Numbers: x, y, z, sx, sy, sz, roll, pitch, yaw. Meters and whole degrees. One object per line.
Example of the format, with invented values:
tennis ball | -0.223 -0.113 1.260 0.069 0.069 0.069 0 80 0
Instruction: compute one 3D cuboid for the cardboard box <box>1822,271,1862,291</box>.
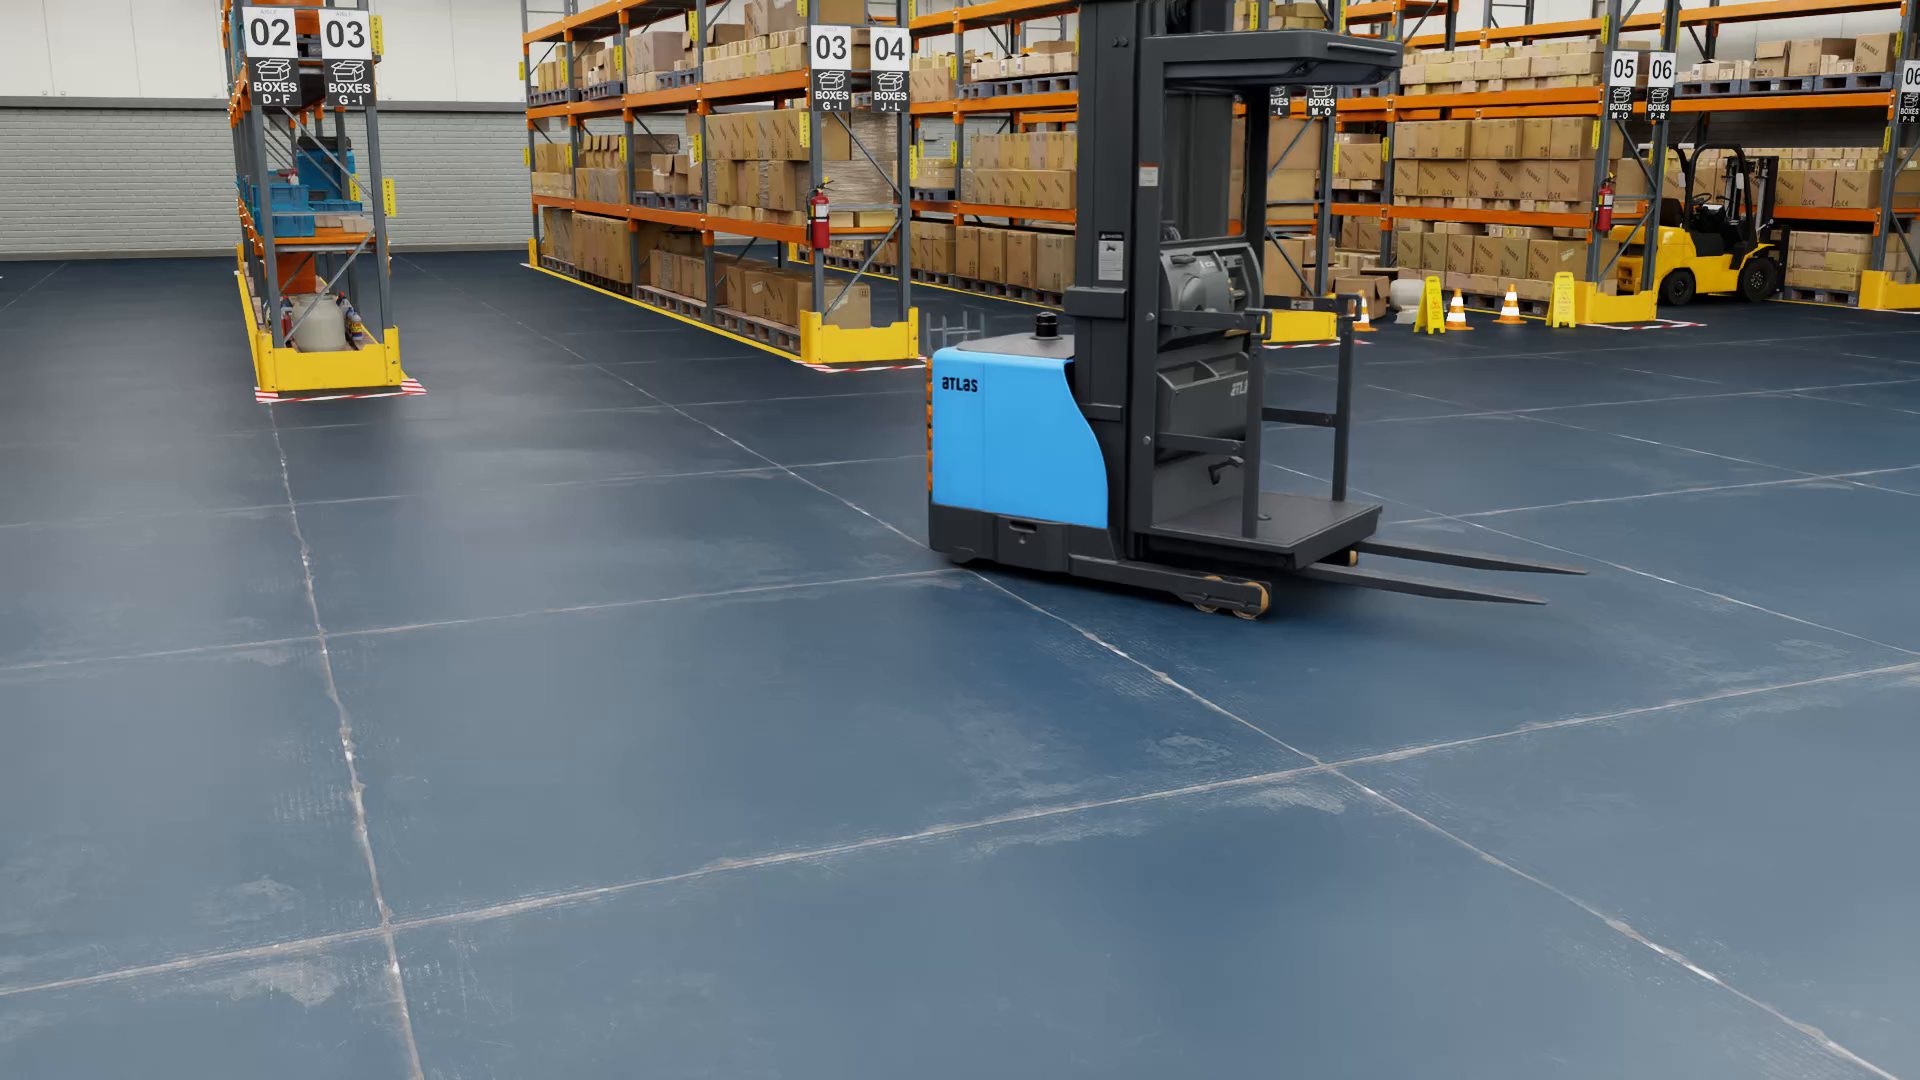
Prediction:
cardboard box | 12.174 -3.545 22.700 0.500 0.250 0.500 -6 14 -23

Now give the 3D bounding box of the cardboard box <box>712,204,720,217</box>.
cardboard box | -2.679 -3.847 19.395 0.380 0.149 0.250 -6 14 -23

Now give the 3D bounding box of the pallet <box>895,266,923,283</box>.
pallet | -0.392 -4.402 27.420 1.003 0.211 1.213 -6 14 -23

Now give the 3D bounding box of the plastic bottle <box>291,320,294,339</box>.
plastic bottle | -6.676 -2.109 16.560 0.097 0.201 0.097 0 13 0

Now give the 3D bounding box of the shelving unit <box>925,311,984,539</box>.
shelving unit | -0.023 -0.586 8.735 0.258 1.200 0.189 -7 15 -27

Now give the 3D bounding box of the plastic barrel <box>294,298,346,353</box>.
plastic barrel | -5.847 -1.941 15.191 0.421 0.512 0.421 0 13 0

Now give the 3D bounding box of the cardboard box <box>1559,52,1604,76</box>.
cardboard box | 7.653 -5.777 20.198 0.500 0.250 0.500 -6 14 -24

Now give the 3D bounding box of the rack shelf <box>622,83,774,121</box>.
rack shelf | -3.379 -5.618 21.432 1.077 0.370 4.000 -6 14 -23

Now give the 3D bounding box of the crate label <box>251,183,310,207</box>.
crate label | -6.499 -3.193 15.934 0.502 0.435 0.616 -6 14 -23

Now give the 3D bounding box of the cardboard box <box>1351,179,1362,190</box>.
cardboard box | 5.954 -5.208 24.346 0.380 0.149 0.250 -6 14 -25

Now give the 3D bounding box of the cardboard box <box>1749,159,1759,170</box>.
cardboard box | 11.537 -5.392 23.852 0.380 0.149 0.250 -6 14 -24

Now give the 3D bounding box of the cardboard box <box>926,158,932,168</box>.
cardboard box | -0.310 -5.831 25.718 0.380 0.149 0.250 -6 14 -24

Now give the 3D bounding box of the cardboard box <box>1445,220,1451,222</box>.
cardboard box | 8.879 -5.700 30.018 0.380 0.149 0.250 -6 15 -26

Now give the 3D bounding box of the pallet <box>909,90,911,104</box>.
pallet | -0.629 -7.192 27.057 1.213 0.211 1.003 -6 14 -23

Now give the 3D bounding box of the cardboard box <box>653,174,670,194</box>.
cardboard box | -3.719 -4.684 21.858 0.500 0.250 0.500 -6 14 -25

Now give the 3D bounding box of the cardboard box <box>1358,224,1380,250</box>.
cardboard box | 8.054 -5.848 32.097 0.500 0.500 0.500 -6 14 -24

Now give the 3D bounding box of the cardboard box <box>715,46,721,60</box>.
cardboard box | -2.561 -5.532 18.916 0.380 0.149 0.250 -6 14 -26

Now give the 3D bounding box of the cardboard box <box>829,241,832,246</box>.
cardboard box | -2.245 -5.563 30.987 0.380 0.149 0.250 -5 14 -20

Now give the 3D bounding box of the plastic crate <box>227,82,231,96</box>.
plastic crate | -11.563 -7.216 26.881 0.504 0.338 0.767 -6 14 -23

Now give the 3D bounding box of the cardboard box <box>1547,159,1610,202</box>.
cardboard box | 7.635 -4.443 20.533 0.500 0.500 0.500 -6 14 -24

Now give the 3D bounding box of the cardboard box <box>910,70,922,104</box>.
cardboard box | -0.465 -7.158 26.271 0.500 0.500 0.500 -6 14 -23

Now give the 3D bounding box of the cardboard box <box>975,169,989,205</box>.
cardboard box | 0.544 -5.174 24.350 0.500 0.500 0.500 -6 14 -24

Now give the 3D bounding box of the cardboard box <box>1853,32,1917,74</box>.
cardboard box | 12.251 -6.444 22.033 0.500 0.500 0.500 -5 14 -21

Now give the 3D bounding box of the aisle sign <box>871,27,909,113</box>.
aisle sign | -0.676 -4.548 16.102 0.394 0.787 0.004 -6 14 -23

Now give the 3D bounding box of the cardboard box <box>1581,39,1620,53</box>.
cardboard box | 7.699 -5.933 19.988 0.380 0.149 0.250 -5 14 -22

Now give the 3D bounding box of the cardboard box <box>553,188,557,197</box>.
cardboard box | -6.720 -5.923 28.365 0.380 0.149 0.250 -6 14 -24

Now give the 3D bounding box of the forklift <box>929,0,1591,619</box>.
forklift | 1.342 -1.213 7.609 3.031 2.935 1.130 9 16 34

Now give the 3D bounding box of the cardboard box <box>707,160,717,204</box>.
cardboard box | -2.454 -4.189 19.433 0.875 0.500 0.500 -6 14 -23

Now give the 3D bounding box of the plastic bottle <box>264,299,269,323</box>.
plastic bottle | -7.173 -2.366 17.338 0.144 0.351 0.185 -5 14 -21

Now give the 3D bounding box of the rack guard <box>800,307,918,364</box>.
rack guard | -1.006 -2.065 16.683 1.175 0.500 0.348 -6 14 -23

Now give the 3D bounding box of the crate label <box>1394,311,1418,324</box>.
crate label | 5.498 -2.726 20.345 0.298 0.136 0.250 9 16 35

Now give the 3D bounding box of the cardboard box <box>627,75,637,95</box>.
cardboard box | -4.225 -6.188 22.635 0.500 0.250 0.500 -5 14 -22

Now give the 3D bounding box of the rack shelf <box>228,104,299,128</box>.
rack shelf | -11.122 -6.823 26.641 1.077 0.370 4.000 -6 14 -23

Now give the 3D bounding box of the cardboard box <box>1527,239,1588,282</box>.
cardboard box | 7.545 -3.534 20.992 0.500 0.500 0.500 -6 14 -23

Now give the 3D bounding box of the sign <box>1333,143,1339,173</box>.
sign | 4.121 -4.203 18.284 0.100 0.325 0.005 -6 14 -23

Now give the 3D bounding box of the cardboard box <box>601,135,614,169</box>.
cardboard box | -4.991 -5.883 25.188 0.797 0.503 0.637 -5 14 -21

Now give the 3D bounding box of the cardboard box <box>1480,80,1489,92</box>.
cardboard box | 7.020 -5.922 21.708 0.380 0.149 0.250 -6 14 -23

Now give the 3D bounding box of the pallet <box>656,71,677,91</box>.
pallet | -3.146 -5.814 21.104 1.213 0.211 1.003 -6 14 -23

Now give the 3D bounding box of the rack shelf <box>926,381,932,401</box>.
rack shelf | -0.024 -0.776 8.690 0.258 0.103 0.180 -7 15 -27

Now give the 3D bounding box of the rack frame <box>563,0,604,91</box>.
rack frame | -5.782 -8.669 26.369 1.000 3.000 0.127 -6 14 -23

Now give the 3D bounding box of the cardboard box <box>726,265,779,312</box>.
cardboard box | -2.454 -2.994 19.766 0.500 0.500 0.500 -6 14 -25

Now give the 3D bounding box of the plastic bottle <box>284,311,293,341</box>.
plastic bottle | -6.630 -2.115 16.403 0.061 0.283 0.133 -6 14 -23

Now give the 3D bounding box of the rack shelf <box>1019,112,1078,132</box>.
rack shelf | 2.497 -8.165 32.441 1.077 0.370 4.000 -6 14 -23

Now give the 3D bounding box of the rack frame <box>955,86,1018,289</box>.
rack frame | 0.405 -5.347 25.320 1.000 3.000 0.127 -6 14 -23

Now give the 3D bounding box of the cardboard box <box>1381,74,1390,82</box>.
cardboard box | 6.136 -6.689 23.868 0.500 0.250 0.500 -6 14 -24

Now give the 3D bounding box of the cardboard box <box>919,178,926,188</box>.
cardboard box | -0.415 -5.594 26.014 0.380 0.149 0.250 -5 14 -22

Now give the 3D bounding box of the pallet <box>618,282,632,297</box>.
pallet | -4.427 -3.731 24.522 1.003 0.211 1.213 -6 14 -23

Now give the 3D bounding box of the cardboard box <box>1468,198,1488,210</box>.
cardboard box | 6.965 -4.457 22.034 0.380 0.149 0.250 -6 14 -23

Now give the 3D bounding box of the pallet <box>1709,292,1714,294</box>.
pallet | 11.329 -3.911 25.300 1.003 0.211 1.213 -6 14 -23

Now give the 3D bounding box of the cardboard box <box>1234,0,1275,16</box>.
cardboard box | 3.164 -5.714 17.889 0.380 0.149 0.250 -5 14 -22

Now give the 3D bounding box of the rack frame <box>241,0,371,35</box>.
rack frame | -5.514 -5.742 13.724 1.000 3.000 0.127 -6 14 -23

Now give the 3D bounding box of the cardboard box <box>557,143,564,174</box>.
cardboard box | -6.408 -6.358 27.699 0.500 0.500 0.500 -5 14 -22

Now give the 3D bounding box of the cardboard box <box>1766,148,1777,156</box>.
cardboard box | 11.695 -5.492 23.628 0.380 0.149 0.250 -5 14 -22

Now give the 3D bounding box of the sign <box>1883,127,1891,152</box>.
sign | 12.148 -5.245 21.785 0.100 0.325 0.005 -6 14 -23

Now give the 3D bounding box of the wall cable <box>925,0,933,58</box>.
wall cable | -0.841 -11.540 38.775 0.463 3.000 0.029 -6 14 -23
